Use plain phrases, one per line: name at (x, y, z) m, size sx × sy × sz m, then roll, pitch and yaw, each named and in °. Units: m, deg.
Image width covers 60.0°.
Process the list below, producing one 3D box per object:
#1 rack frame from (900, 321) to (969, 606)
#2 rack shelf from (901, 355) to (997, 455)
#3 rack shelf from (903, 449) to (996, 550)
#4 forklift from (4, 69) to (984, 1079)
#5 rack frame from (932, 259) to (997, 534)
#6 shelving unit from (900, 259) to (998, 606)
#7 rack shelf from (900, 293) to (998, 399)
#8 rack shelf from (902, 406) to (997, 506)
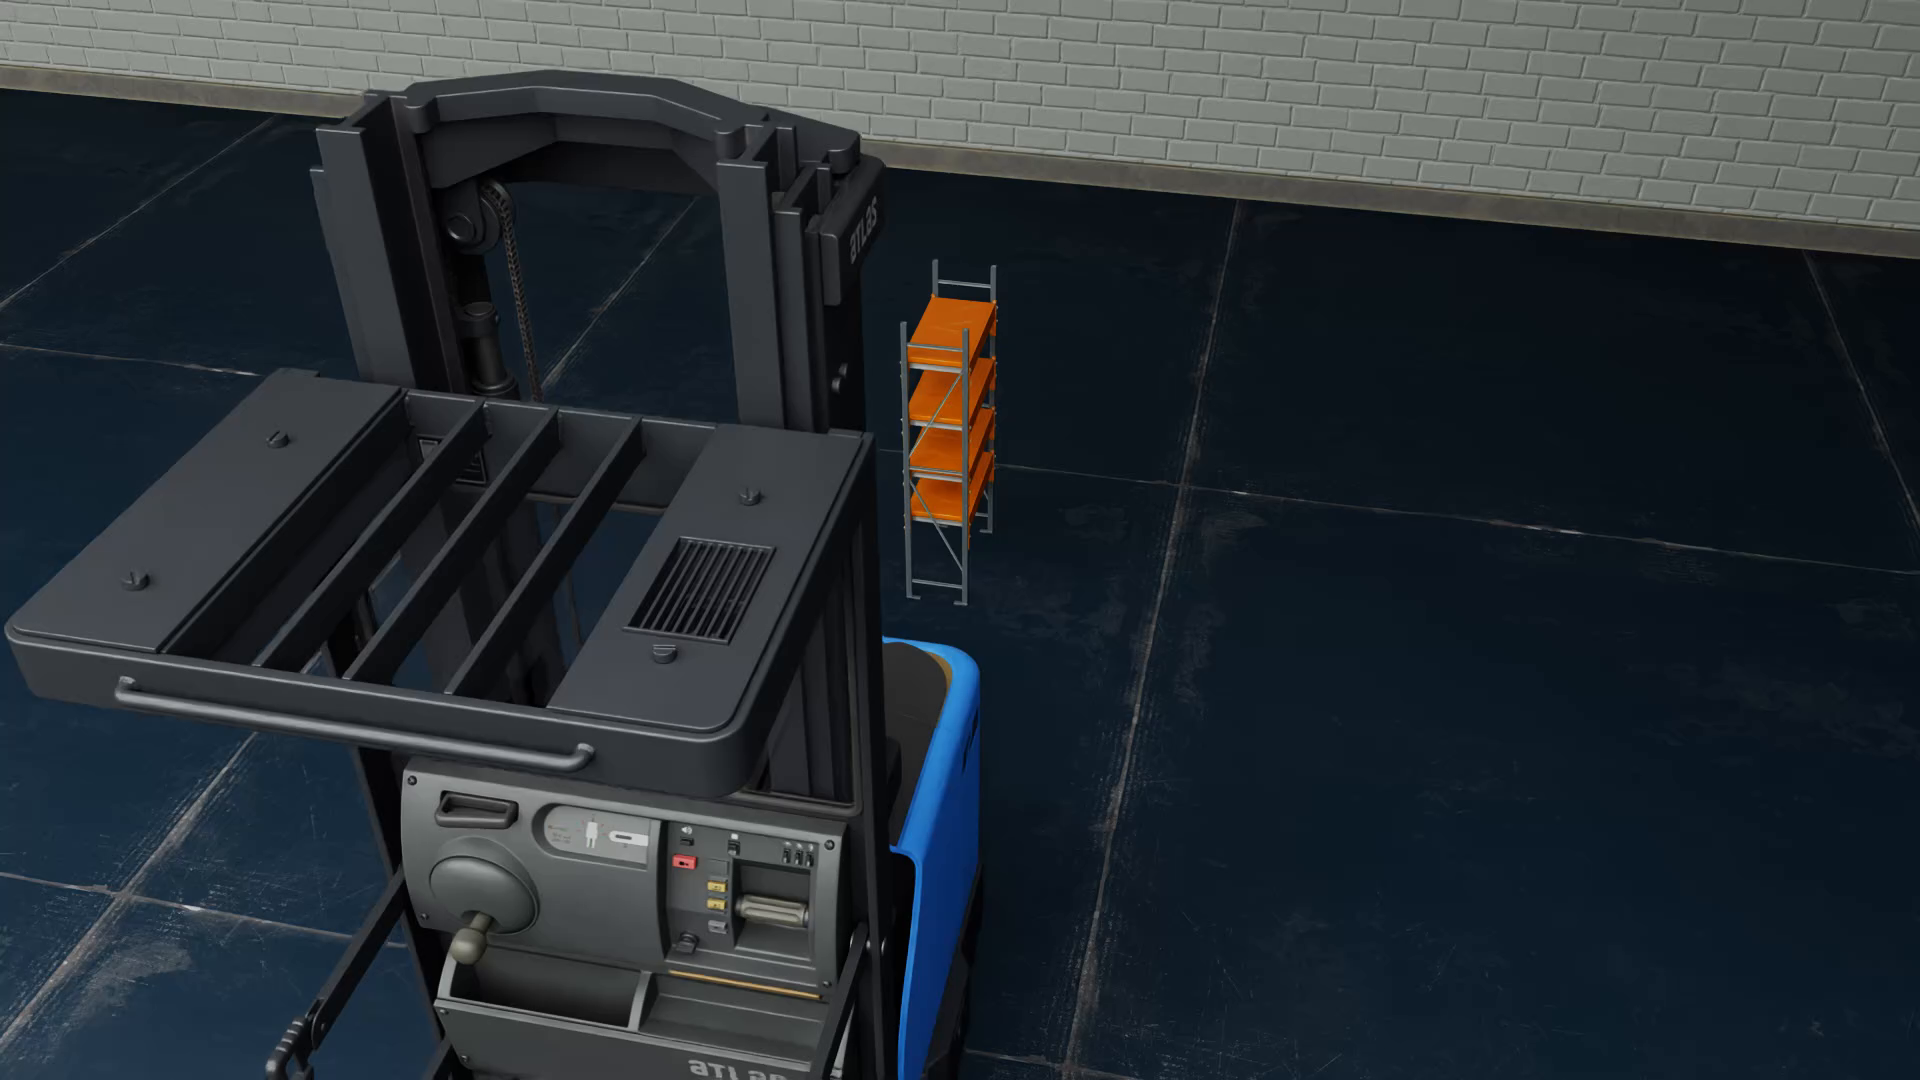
rack frame at (-0.087, -0.251, 6.074) m, size 0.240 × 1.200 × 0.015 m, roll 7°, pitch 37°, yaw 10°
rack shelf at (-0.035, -0.518, 6.175) m, size 0.258 × 0.148 × 0.480 m, roll 7°, pitch 37°, yaw 10°
rack shelf at (-0.035, -0.176, 6.423) m, size 0.258 × 0.148 × 0.480 m, roll 7°, pitch 37°, yaw 10°
forklift at (-0.732, 0.765, 3.197) m, size 1.130 × 2.935 × 3.031 m, roll 7°, pitch 37°, yaw 9°
rack frame at (0.017, -0.531, 6.460) m, size 0.240 × 1.200 × 0.015 m, roll 7°, pitch 37°, yaw 10°
shelving unit at (-0.035, -0.391, 6.267) m, size 0.258 × 1.200 × 0.503 m, roll 7°, pitch 37°, yaw 10°
rack shelf at (-0.035, -0.709, 6.036) m, size 0.258 × 0.148 × 0.480 m, roll 7°, pitch 37°, yaw 10°
rack shelf at (-0.035, -0.336, 6.306) m, size 0.258 × 0.148 × 0.480 m, roll 7°, pitch 37°, yaw 10°
